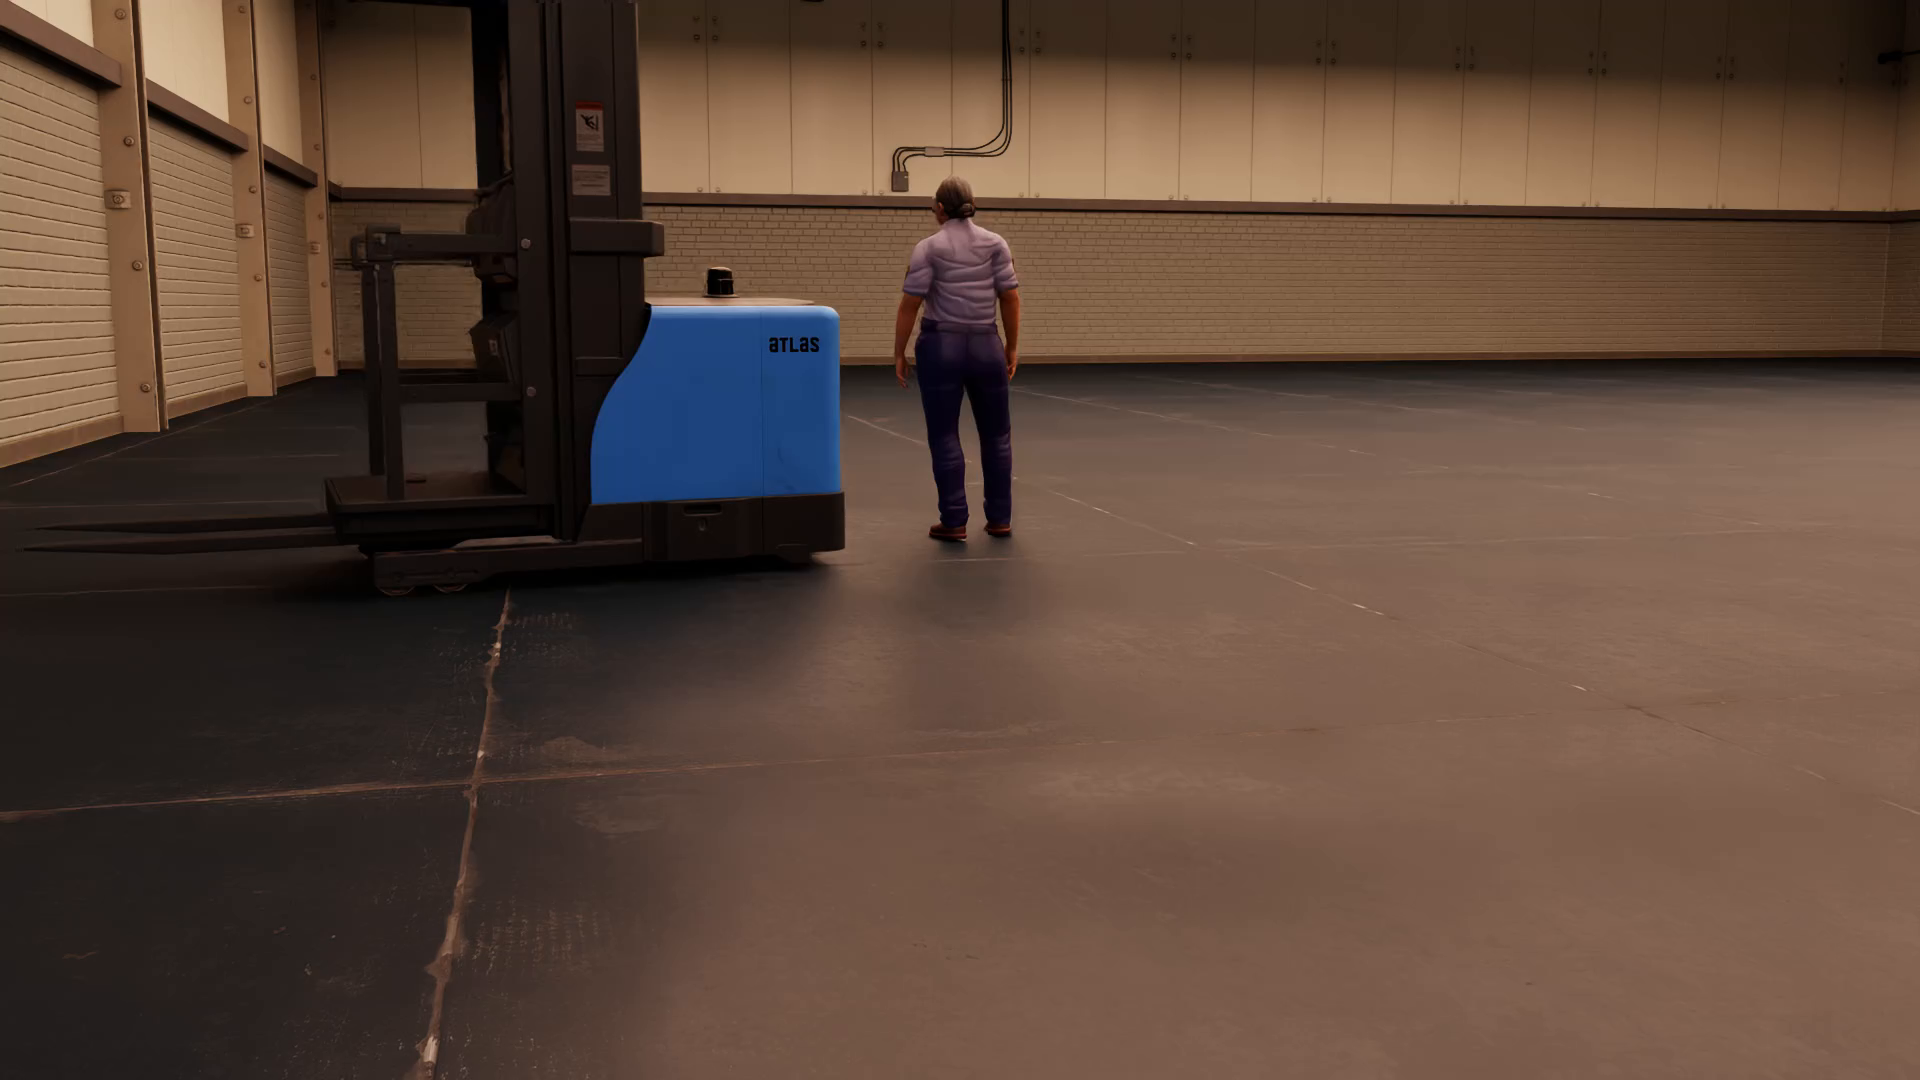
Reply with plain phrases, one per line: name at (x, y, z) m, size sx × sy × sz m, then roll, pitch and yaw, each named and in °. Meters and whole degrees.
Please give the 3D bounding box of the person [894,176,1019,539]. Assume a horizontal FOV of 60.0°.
person at (-0.016, -0.831, 7.695) m, size 0.610 × 1.654 × 0.484 m, roll -2°, pitch 8°, yaw -15°

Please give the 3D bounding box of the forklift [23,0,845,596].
forklift at (-2.048, -1.324, 6.591) m, size 3.031 × 2.935 × 1.130 m, roll -3°, pitch 9°, yaw -23°
